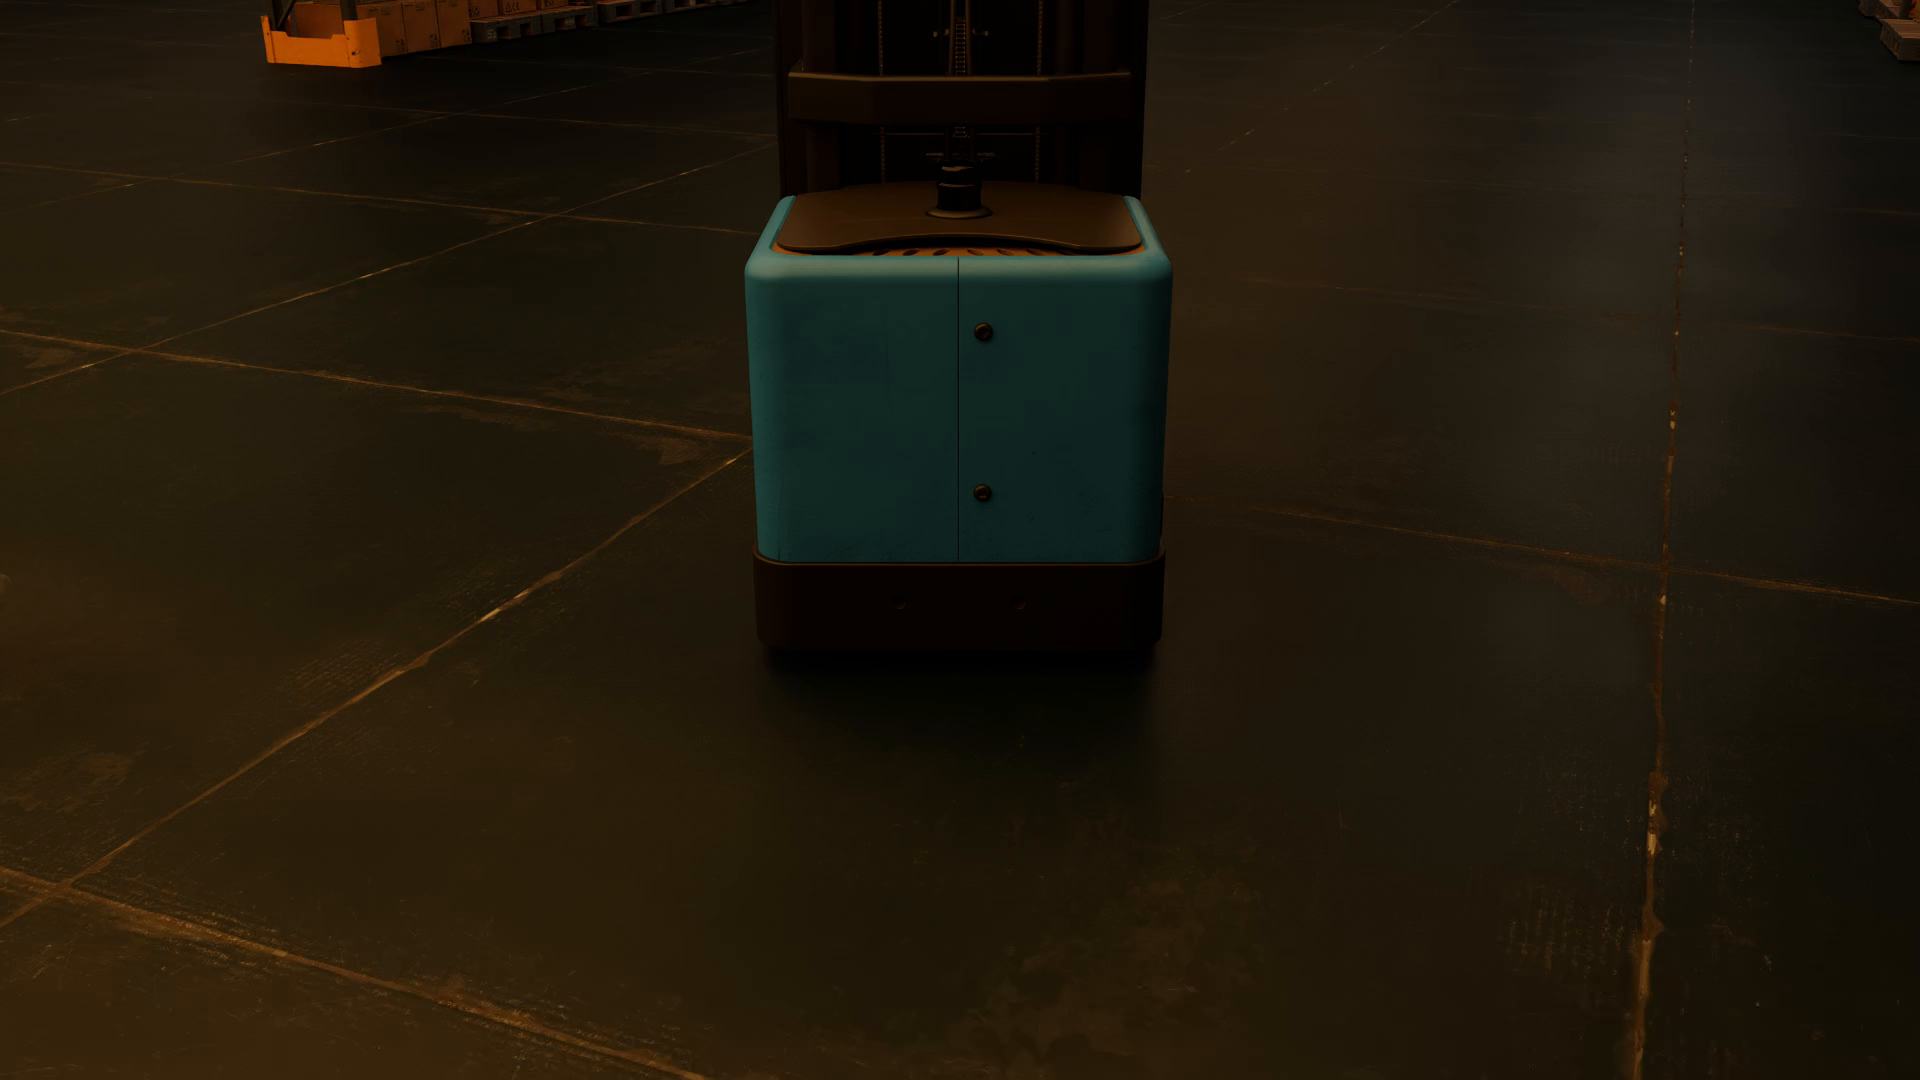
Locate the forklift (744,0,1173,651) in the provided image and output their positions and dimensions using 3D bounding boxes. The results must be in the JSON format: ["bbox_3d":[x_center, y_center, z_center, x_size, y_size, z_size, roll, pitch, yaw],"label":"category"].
[{"bbox_3d":[0.002,-1.587,5.089,1.130,2.935,3.031,0,23,0],"label":"forklift"}]
